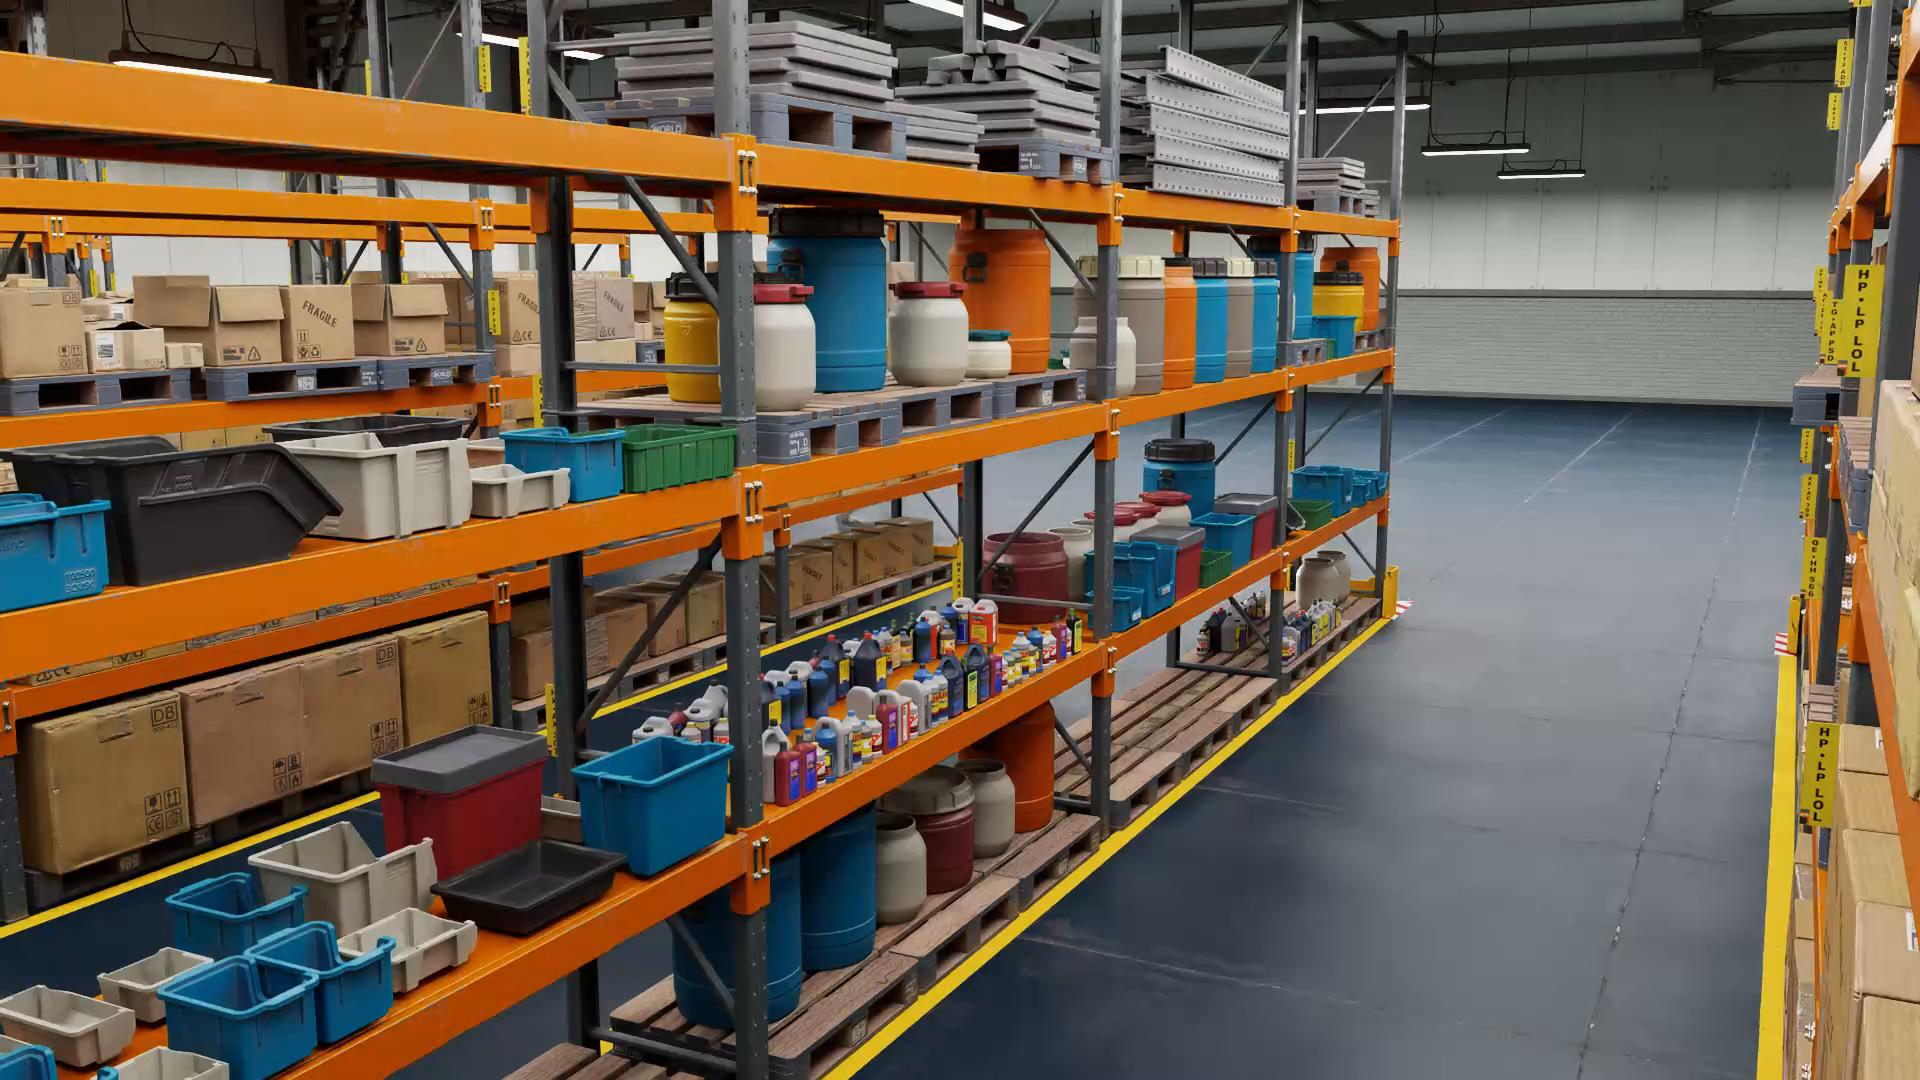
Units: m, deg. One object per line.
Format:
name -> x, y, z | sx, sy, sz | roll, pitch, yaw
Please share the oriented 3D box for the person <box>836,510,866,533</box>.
person -> -1.394, -0.650, 21.281 | 0.579, 1.654, 0.530 | -4, 10, -21
